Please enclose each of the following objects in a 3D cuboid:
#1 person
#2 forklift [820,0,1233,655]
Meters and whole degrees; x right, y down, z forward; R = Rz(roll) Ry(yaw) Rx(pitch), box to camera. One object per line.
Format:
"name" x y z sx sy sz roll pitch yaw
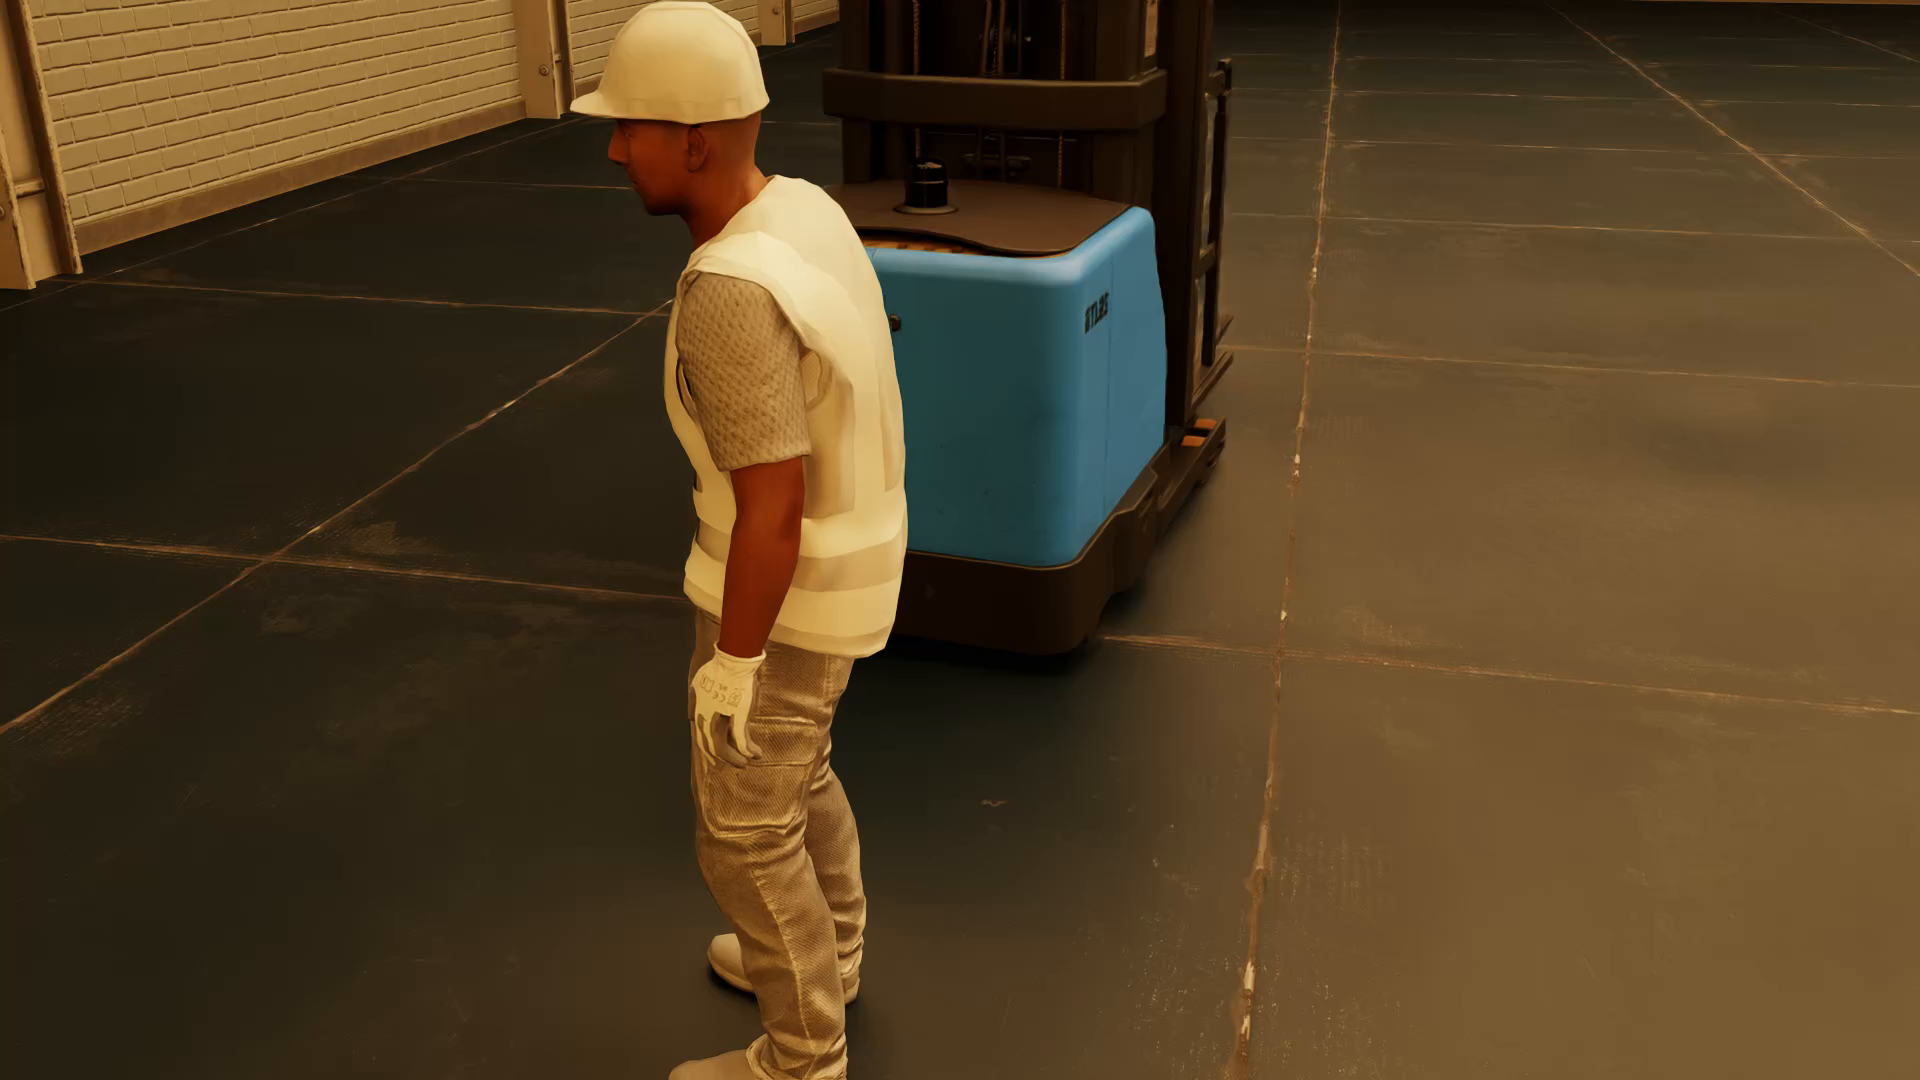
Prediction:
"person" -0.309 0.086 2.595 0.451 1.772 0.618 1 22 3
"forklift" 0.290 -1.589 5.165 1.130 2.935 3.031 8 23 18
